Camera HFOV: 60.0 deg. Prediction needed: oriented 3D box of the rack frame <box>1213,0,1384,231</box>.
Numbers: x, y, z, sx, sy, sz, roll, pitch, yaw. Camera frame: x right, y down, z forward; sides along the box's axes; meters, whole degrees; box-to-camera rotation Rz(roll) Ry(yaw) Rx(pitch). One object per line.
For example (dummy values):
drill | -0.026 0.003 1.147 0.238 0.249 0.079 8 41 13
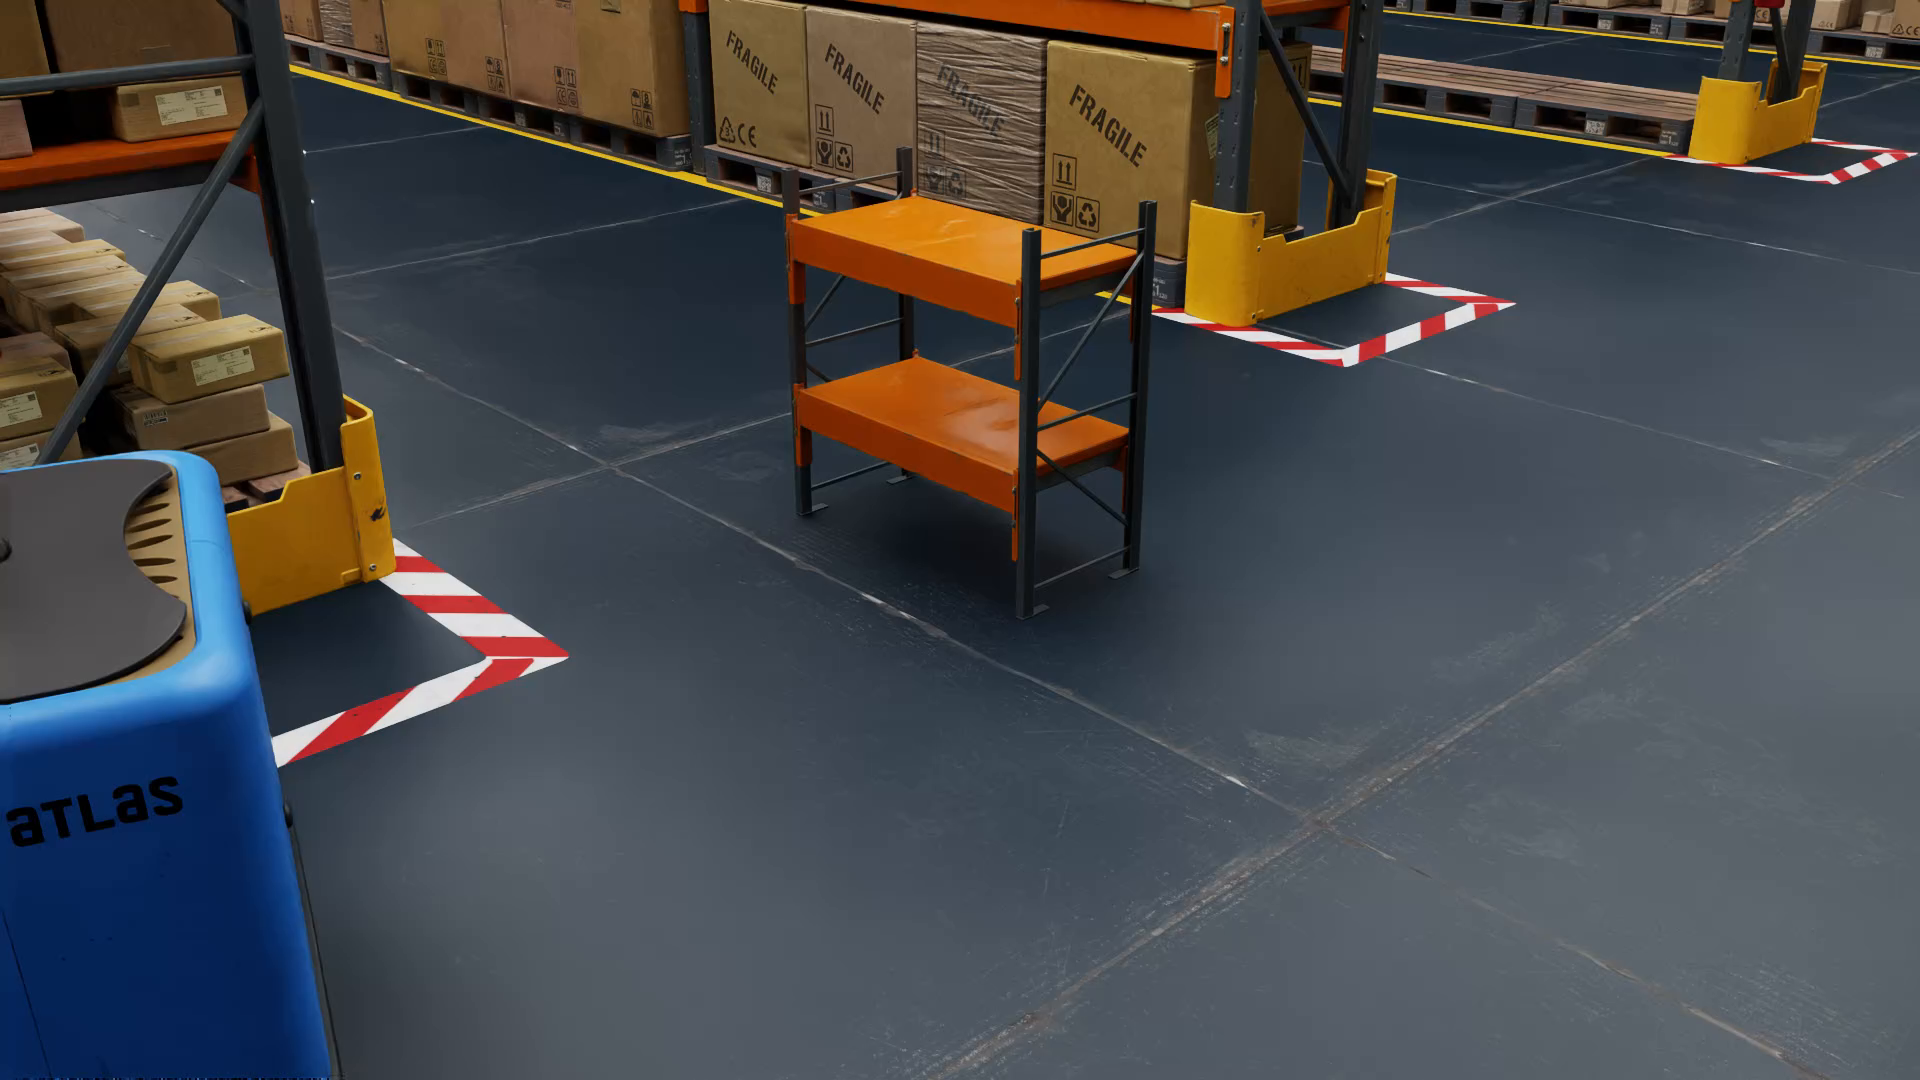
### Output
rack frame | 1.512 -2.511 7.141 1.000 3.000 0.127 -21 32 -38

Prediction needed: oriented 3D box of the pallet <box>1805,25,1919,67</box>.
pallet | 8.148 -4.316 14.457 1.003 0.211 1.213 -21 32 -38

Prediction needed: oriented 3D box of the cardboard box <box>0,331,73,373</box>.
cardboard box | -2.854 -0.480 4.901 0.380 0.149 0.250 -20 32 -37

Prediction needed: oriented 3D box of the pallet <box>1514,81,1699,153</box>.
pallet | 4.592 -2.909 11.371 1.003 0.211 1.213 -21 32 -38

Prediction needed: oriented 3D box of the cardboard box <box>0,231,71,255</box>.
cardboard box | -3.443 -0.997 6.033 0.380 0.149 0.250 -21 32 -38

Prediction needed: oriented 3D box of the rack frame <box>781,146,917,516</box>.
rack frame | -0.343 -0.664 5.350 0.500 1.125 0.032 -21 32 -38

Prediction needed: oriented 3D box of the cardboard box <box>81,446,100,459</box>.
cardboard box | -2.690 -0.129 4.848 0.380 0.149 0.250 -21 32 -38

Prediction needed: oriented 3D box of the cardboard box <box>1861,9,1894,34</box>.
cardboard box | 7.983 -4.475 14.328 0.380 0.166 0.250 -21 32 -38

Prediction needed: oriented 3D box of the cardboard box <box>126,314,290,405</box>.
cardboard box | -2.288 -0.555 5.064 0.250 0.149 0.380 22 32 39

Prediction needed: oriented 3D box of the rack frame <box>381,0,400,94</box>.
rack frame | -3.956 -4.935 12.454 1.000 3.000 0.127 -21 32 -38

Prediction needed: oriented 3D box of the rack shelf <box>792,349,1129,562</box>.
rack shelf | 0.005 -0.287 5.114 0.538 0.278 1.000 -21 32 -38

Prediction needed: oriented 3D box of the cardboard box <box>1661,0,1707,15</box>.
cardboard box | 6.739 -4.996 15.470 0.380 0.166 0.250 -21 32 -38

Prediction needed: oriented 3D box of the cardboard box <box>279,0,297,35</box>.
cardboard box | -5.591 -4.698 14.417 0.500 0.500 0.700 20 32 37

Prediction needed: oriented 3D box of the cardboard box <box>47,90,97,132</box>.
cardboard box | -2.364 -1.277 4.738 0.380 0.149 0.250 -20 31 -37

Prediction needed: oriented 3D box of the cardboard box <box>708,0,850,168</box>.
cardboard box | -0.829 -2.725 9.663 0.875 0.875 0.875 -21 32 -38

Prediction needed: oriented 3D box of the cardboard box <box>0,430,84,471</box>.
cardboard box | -2.747 -0.243 4.739 0.380 0.149 0.250 -22 33 -40

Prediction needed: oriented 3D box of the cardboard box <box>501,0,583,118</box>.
cardboard box | -2.285 -3.406 11.156 0.875 0.875 1.225 22 33 40

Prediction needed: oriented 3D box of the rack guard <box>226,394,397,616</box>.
rack guard | -2.230 -0.021 4.693 1.175 0.500 0.348 -21 32 -38

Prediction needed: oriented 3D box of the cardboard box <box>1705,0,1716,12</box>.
cardboard box | 7.121 -5.190 15.721 0.500 0.311 0.500 -21 32 -38

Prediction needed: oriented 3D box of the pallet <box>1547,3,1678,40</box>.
pallet | 6.480 -5.055 16.077 1.003 0.211 1.213 -21 32 -38

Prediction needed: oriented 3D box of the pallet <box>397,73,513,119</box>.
pallet | -3.472 -3.406 12.462 1.003 0.211 1.213 -21 32 -38

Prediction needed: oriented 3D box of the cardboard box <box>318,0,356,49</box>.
cardboard box | -4.817 -4.360 13.674 0.500 0.500 0.700 21 32 38

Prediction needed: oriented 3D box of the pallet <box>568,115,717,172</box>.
pallet | -1.804 -2.667 10.841 1.003 0.211 1.213 -21 32 -38

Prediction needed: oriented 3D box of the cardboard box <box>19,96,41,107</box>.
cardboard box | -2.786 -1.413 5.037 0.380 0.149 0.250 -19 31 -36

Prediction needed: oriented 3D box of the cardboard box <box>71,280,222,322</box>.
cardboard box | -2.643 -0.717 5.419 0.380 0.149 0.250 -21 32 -39

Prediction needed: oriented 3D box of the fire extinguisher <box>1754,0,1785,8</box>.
fire extinguisher | 4.899 -3.537 9.931 0.296 0.674 0.183 -21 32 -38

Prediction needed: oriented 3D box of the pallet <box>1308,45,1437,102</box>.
pallet | 2.924 -3.648 12.992 1.003 0.211 1.213 -21 32 -38

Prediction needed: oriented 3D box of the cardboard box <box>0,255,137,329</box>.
cardboard box | -3.055 -0.855 5.722 0.380 0.149 0.250 -20 31 -37

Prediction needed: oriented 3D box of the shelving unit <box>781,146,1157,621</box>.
shelving unit | 0.005 -0.510 5.012 0.538 1.125 1.048 -21 32 -38

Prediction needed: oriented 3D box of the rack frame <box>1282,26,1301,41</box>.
rack frame | 2.393 -5.128 12.877 1.000 3.000 0.127 -21 32 -38

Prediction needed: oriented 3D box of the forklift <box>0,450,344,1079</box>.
forklift | -2.539 -0.098 1.933 3.031 2.935 1.130 -11 27 -23

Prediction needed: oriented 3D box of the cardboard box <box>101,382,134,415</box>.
cardboard box | -2.494 -0.495 5.291 0.380 0.149 0.250 -21 32 -39

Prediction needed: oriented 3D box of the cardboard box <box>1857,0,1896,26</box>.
cardboard box | 8.239 -4.666 14.647 0.500 0.250 0.500 -21 32 -38

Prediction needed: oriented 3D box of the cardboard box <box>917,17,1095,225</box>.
cardboard box | 0.394 -2.183 8.474 0.875 0.875 0.875 -21 32 -38

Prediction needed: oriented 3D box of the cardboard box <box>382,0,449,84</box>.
cardboard box | -3.500 -3.944 12.336 0.875 0.875 1.225 22 32 39

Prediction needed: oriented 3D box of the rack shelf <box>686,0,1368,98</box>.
rack shelf | 0.145 -2.790 8.618 1.077 0.370 4.000 -21 32 -38

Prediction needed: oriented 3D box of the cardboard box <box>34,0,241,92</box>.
cardboard box | -2.283 -1.530 4.511 0.500 0.500 0.500 -19 31 -36

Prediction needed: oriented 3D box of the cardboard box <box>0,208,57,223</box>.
cardboard box | -3.727 -1.181 6.437 0.250 0.149 0.380 22 32 39

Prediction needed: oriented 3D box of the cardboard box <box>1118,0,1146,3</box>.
cardboard box | 0.849 -2.490 7.396 0.380 0.149 0.250 -21 32 -38

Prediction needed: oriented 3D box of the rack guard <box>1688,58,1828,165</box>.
rack guard | 5.153 -2.775 10.732 1.175 0.500 0.348 -21 32 -38

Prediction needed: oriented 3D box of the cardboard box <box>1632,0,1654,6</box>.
cardboard box | 6.608 -5.503 16.180 0.500 0.500 0.500 -21 32 -38

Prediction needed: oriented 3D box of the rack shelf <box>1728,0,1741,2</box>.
rack shelf | 3.760 -4.195 11.698 1.077 0.370 4.000 -21 32 -38

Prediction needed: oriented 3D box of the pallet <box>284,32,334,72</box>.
pallet | -5.319 -4.273 14.362 1.003 0.211 1.213 -21 32 -38

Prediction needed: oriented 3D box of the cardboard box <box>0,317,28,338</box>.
cardboard box | -3.073 -0.706 5.753 0.250 0.149 0.380 22 32 39

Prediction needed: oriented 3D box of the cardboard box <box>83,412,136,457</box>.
cardboard box | -2.541 -0.334 5.298 0.380 0.149 0.250 -21 32 -39

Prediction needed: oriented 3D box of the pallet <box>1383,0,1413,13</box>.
pallet | 4.590 -5.869 17.861 1.003 0.211 1.213 -21 32 -38

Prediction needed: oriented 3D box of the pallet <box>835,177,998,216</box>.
pallet | 0.079 -1.832 9.012 1.003 0.211 1.213 -21 32 -38
